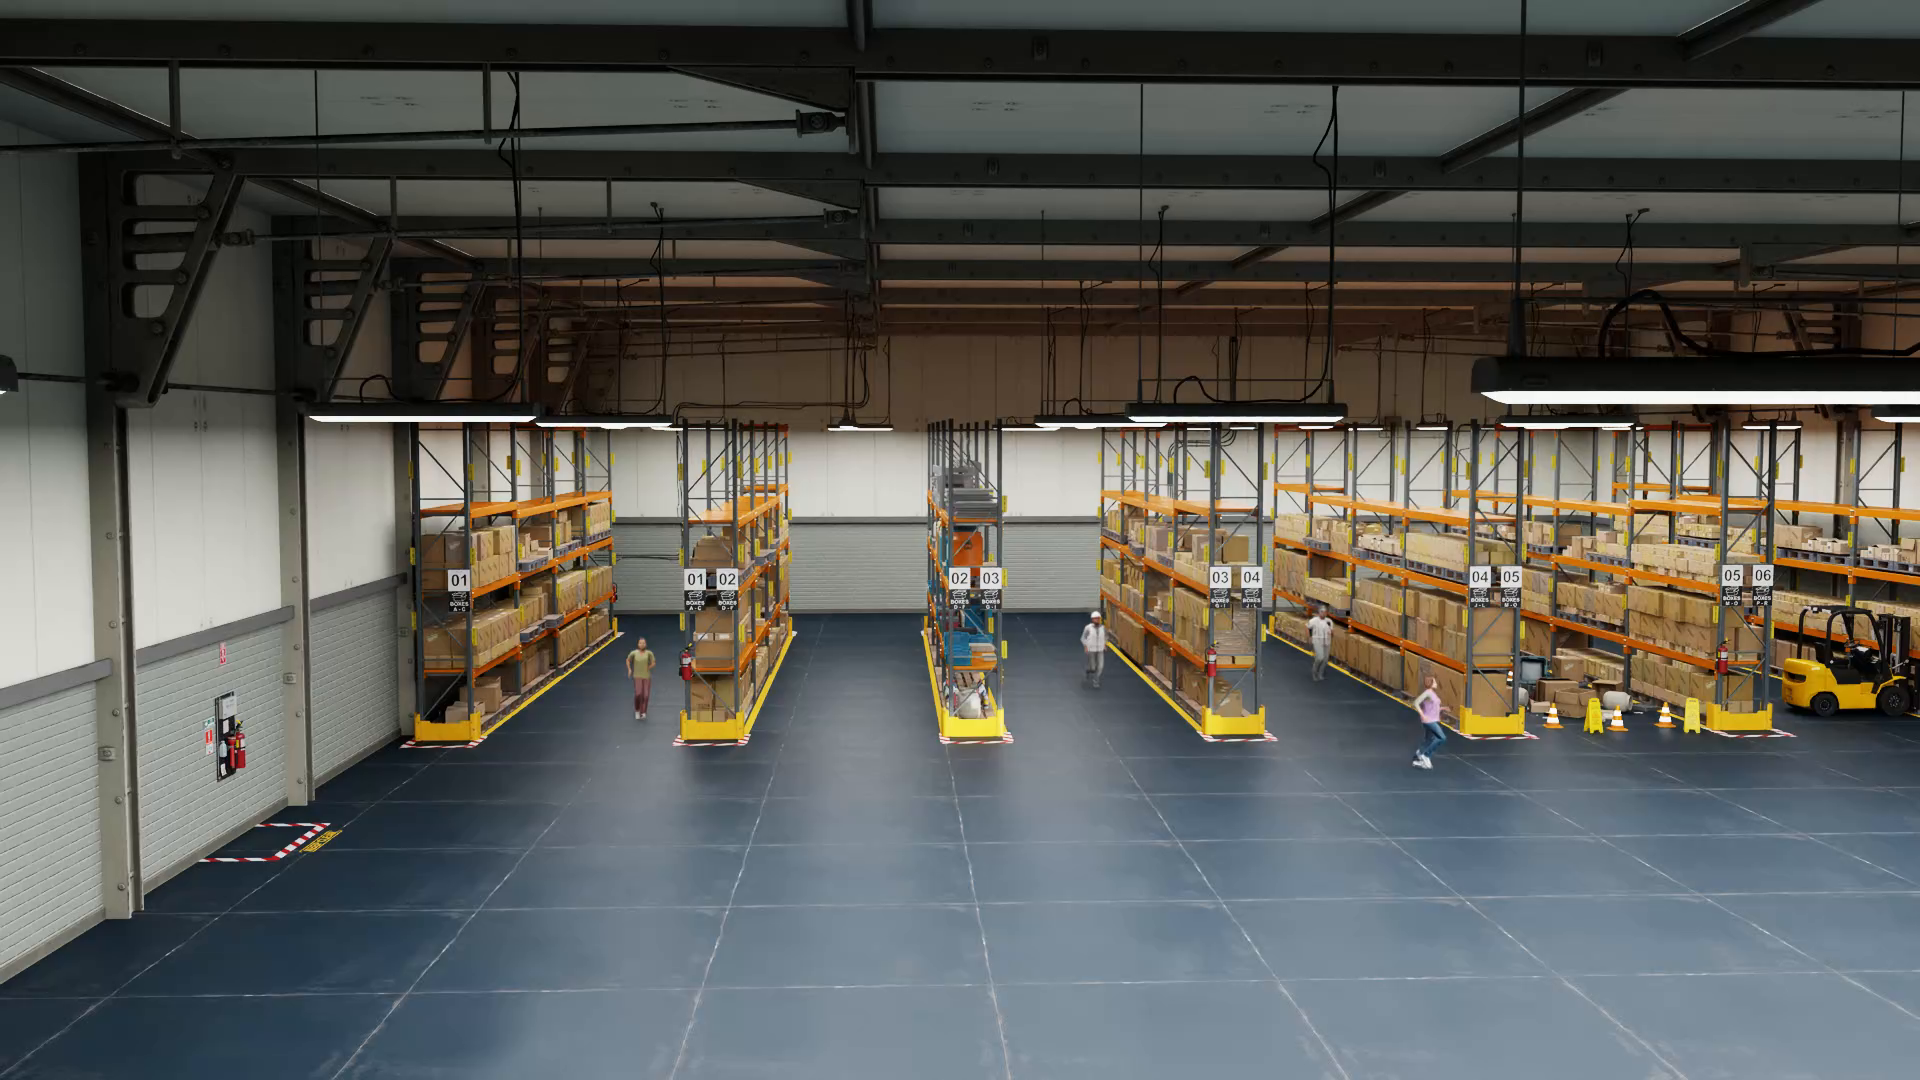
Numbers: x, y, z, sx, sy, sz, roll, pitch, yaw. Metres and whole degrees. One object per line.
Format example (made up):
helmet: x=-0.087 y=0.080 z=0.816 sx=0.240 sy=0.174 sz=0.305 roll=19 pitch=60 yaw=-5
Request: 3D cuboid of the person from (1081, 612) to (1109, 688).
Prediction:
person: x=3.038 y=2.465 z=37.534 sx=0.647 sy=1.727 sz=0.637 roll=-1 pitch=4 yaw=-13

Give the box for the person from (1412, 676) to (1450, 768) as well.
person: x=8.037 y=3.102 z=28.325 sx=0.624 sy=1.563 sz=0.509 roll=2 pitch=4 yaw=26

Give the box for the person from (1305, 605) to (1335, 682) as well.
person: x=8.335 y=2.391 z=38.279 sx=0.637 sy=1.775 sz=0.682 roll=-1 pitch=4 yaw=-10

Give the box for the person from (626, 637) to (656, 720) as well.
person: x=-6.344 y=2.760 z=33.166 sx=0.554 sy=1.642 sz=0.645 roll=-1 pitch=4 yaw=-19
